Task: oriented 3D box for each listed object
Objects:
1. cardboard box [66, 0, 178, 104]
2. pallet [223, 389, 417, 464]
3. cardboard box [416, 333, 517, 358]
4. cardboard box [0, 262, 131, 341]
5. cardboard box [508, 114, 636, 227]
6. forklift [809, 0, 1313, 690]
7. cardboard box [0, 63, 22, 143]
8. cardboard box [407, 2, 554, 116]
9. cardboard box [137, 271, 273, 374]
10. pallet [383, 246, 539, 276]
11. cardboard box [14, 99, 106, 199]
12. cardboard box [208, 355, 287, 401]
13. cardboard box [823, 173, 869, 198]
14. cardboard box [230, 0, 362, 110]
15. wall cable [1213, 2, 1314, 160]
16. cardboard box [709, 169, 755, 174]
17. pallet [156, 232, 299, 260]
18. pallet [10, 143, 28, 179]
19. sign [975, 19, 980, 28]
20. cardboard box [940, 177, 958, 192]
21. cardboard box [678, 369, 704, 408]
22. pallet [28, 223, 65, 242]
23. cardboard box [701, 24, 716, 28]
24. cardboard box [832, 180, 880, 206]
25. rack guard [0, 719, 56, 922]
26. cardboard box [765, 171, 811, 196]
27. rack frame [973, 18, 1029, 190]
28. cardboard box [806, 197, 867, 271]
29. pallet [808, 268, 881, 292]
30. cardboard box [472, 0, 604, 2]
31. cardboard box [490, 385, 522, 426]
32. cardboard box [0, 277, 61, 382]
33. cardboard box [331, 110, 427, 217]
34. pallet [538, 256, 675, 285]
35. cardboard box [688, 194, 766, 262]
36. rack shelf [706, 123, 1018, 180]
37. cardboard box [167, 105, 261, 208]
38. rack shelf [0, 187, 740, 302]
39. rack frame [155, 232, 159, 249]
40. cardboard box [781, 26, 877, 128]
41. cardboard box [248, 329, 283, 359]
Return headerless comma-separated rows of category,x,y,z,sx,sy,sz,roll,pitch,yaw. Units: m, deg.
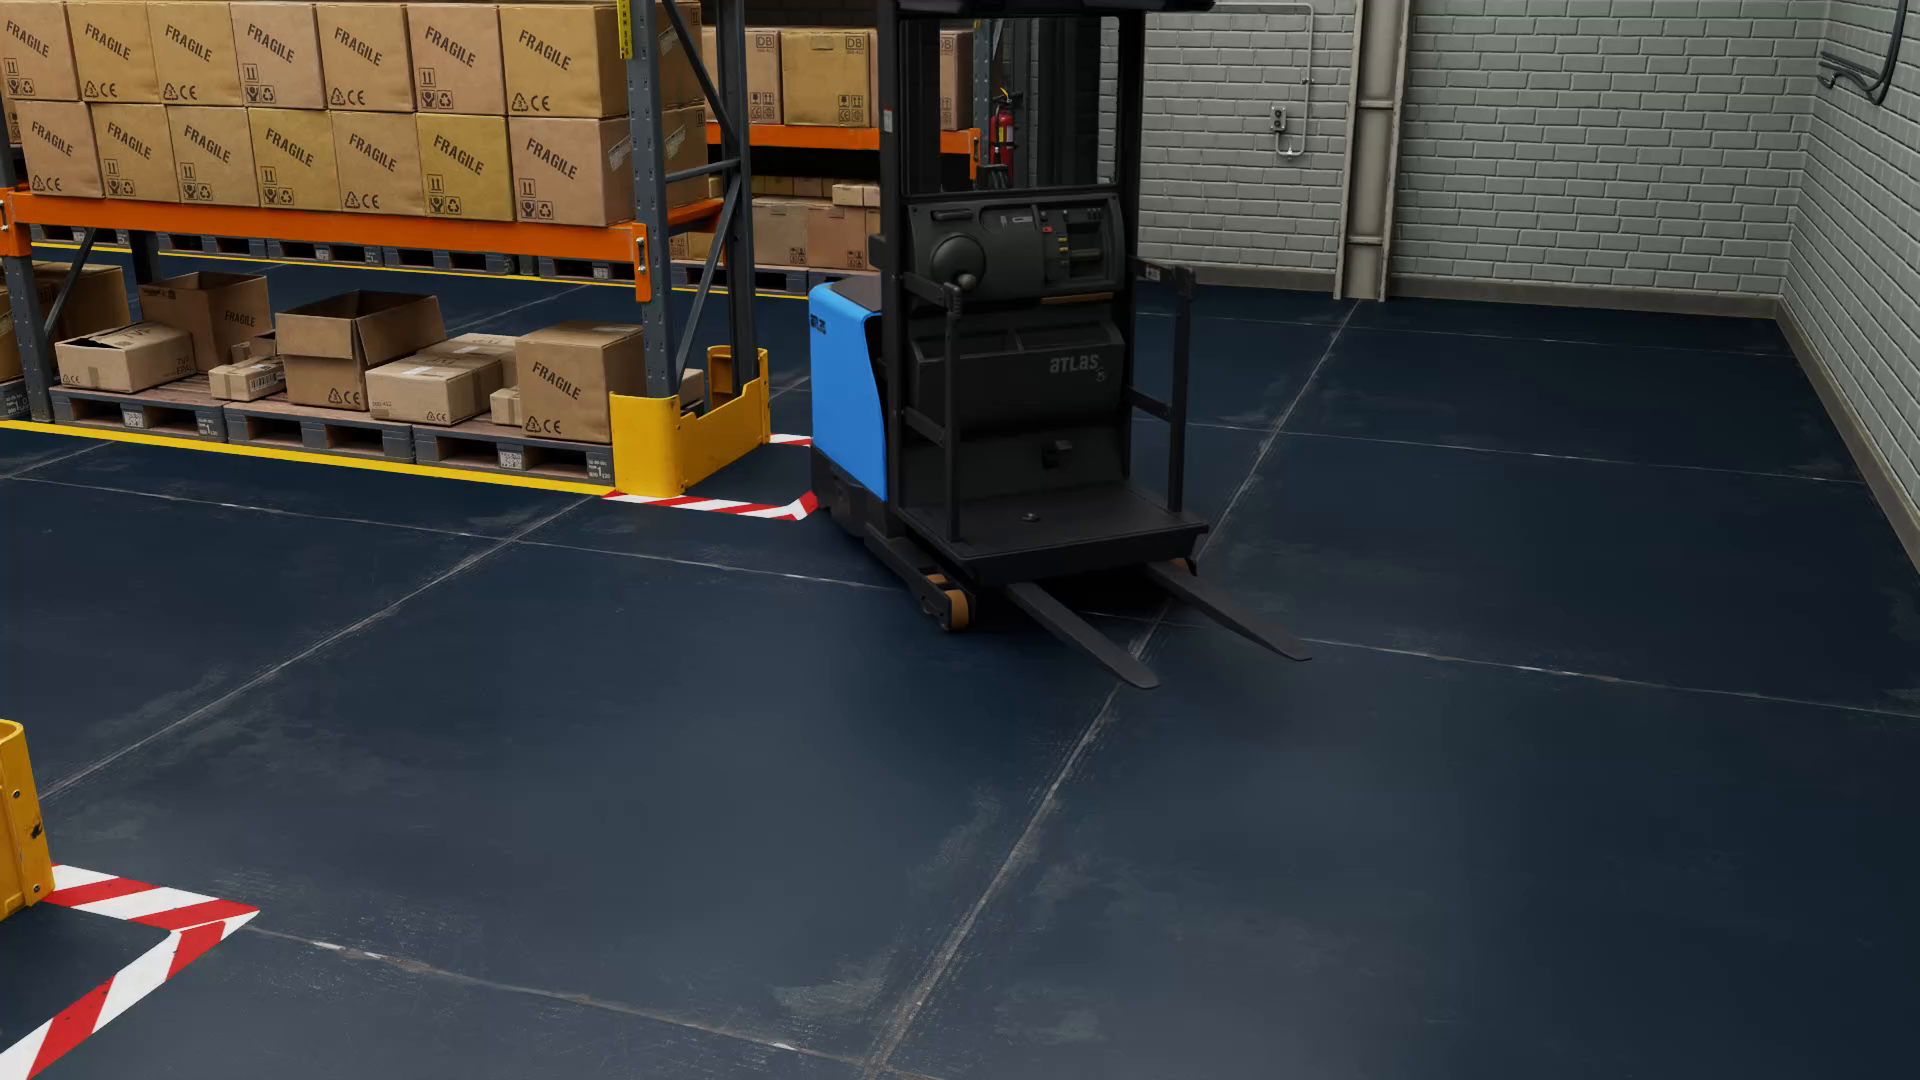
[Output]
cardboard box,-4.244,-2.564,8.705,0.500,0.500,0.500,6,20,16
pallet,-3.280,-0.717,9.311,1.213,0.211,1.003,7,20,18
cardboard box,-2.671,-0.971,9.315,0.500,0.250,0.500,7,20,18
cardboard box,-5.462,-1.395,10.149,0.500,0.500,0.500,6,20,16
cardboard box,-1.819,-1.818,8.083,0.500,0.500,0.500,7,20,20
forklift,0.322,-1.184,6.519,1.130,2.935,3.031,-8,21,-22
cardboard box,-5.459,-2.605,9.703,0.500,0.500,0.700,0,19,0
cardboard box,-2.294,-2.343,8.070,0.500,0.500,0.500,7,20,20
cardboard box,-4.453,-1.293,9.858,0.500,0.500,0.500,7,20,18
pallet,-4.216,-2.523,14.493,1.213,0.211,1.003,7,20,18
cardboard box,-4.693,-2.147,9.025,0.500,0.500,0.500,7,20,19
cardboard box,-3.939,-0.906,9.254,0.250,0.166,0.380,7,20,18
cardboard box,-0.910,-2.847,13.360,0.250,0.149,0.380,7,20,19
cardboard box,-3.271,-2.453,8.386,0.500,0.500,0.500,7,20,20
wall cable,1.836,-3.983,12.903,1.851,1.984,0.084,7,20,18
cardboard box,-1.876,-2.957,13.675,0.250,0.149,0.380,7,20,19
pallet,-6.521,-2.786,15.249,1.213,0.211,1.003,7,20,18
pallet,-5.804,-2.269,9.819,1.213,0.211,1.003,7,20,18
sign,0.125,-3.839,11.914,0.005,0.325,0.100,7,20,18
cardboard box,-0.194,-2.765,13.126,0.250,0.149,0.380,7,20,18
cardboard box,-1.589,-0.821,9.036,0.250,0.149,0.380,7,20,18
pallet,-9.127,-3.112,16.184,1.213,0.211,1.003,7,20,18
cardboard box,-2.268,-3.777,13.399,0.700,0.700,0.980,6,20,17
cardboard box,-0.801,-2.701,12.942,0.250,0.149,0.380,7,20,20
rack guard,-2.908,0.912,4.201,0.348,0.500,1.175,7,20,18
cardboard box,-1.393,-2.901,13.517,0.250,0.149,0.380,7,20,19
rack frame,0.316,-3.348,12.623,0.127,3.000,1.000,7,20,18
cardboard box,-0.851,-2.464,13.248,0.500,0.500,0.700,6,20,18
pallet,-0.465,-2.093,13.260,1.213,0.211,1.003,7,20,18
cardboard box,-2.135,-2.510,8.550,0.500,0.500,0.500,7,20,19
cardboard box,-2.254,-0.731,8.752,0.250,0.166,0.380,7,20,18
cardboard box,-5.645,-1.231,9.679,0.500,0.500,0.500,6,20,18
cardboard box,-2.779,-1.929,8.400,0.500,0.500,0.500,7,20,18
pallet,-2.770,-2.356,14.016,1.213,0.211,1.003,7,20,18
cardboard box,-1.832,-2.574,13.562,0.500,0.500,0.700,7,20,19
rack shelf,-1.573,-3.224,13.361,4.000,0.370,1.077,7,20,18
cardboard box,-3.736,-2.037,8.712,0.500,0.500,0.500,6,20,18
rack shelf,-3.195,-1.683,8.941,4.000,0.370,1.077,7,20,18
rack frame,-7.241,-4.212,15.102,0.127,3.000,1.000,7,20,18
cardboard box,-0.860,-3.616,12.938,0.700,0.700,0.980,6,20,18
cardboard box,-3.745,-1.123,9.657,0.500,0.311,0.500,7,20,18
